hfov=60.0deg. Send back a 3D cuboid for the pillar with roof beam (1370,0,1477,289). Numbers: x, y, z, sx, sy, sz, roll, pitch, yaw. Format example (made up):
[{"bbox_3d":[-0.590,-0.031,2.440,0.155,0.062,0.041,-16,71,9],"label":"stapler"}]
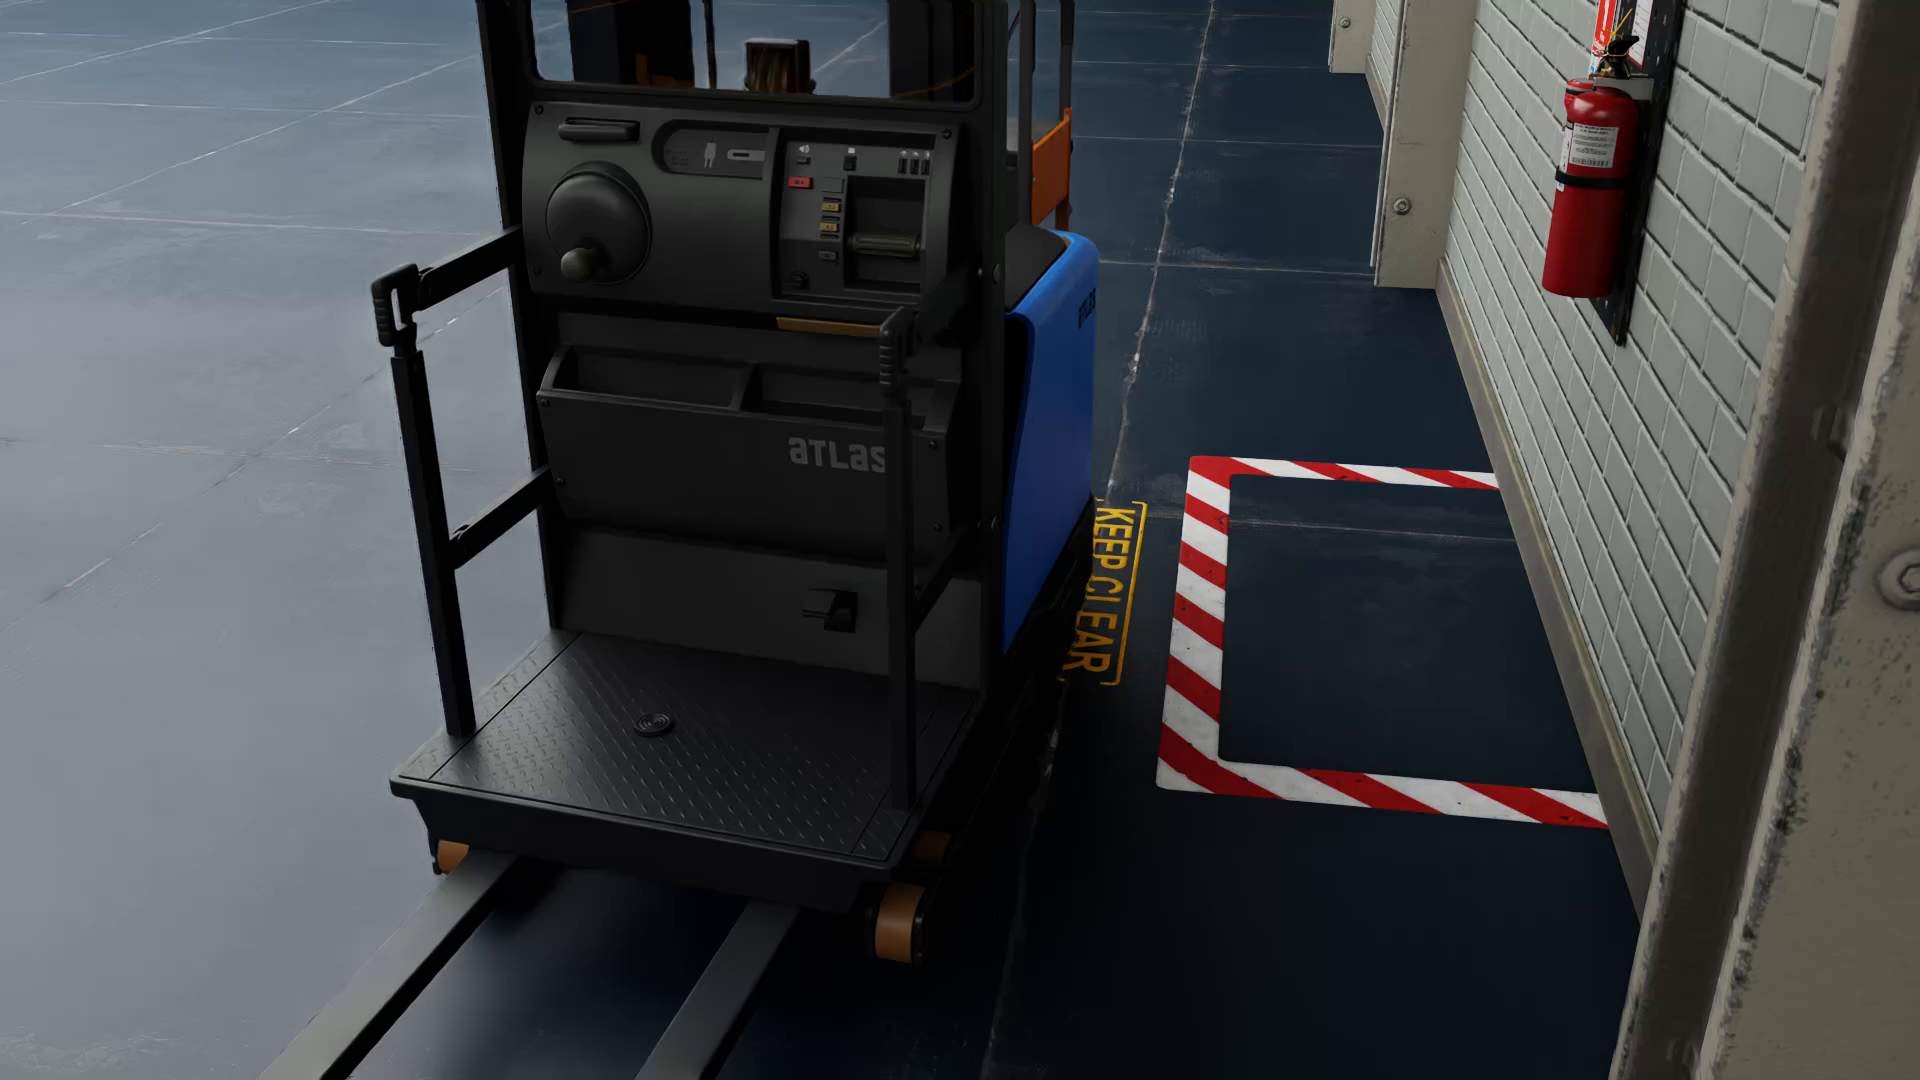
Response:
[{"bbox_3d":[-2.117,-5.636,6.676,9.100,9.000,0.400,4,25,9],"label":"pillar with roof beam"}]

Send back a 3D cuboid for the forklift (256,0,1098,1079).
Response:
[{"bbox_3d":[-0.512,-0.647,3.176,1.130,2.935,3.031,7,26,15],"label":"forklift"}]

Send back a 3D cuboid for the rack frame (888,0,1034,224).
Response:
[{"bbox_3d":[0.000,-0.886,4.666,0.400,2.100,0.015,7,26,15],"label":"rack frame"}]

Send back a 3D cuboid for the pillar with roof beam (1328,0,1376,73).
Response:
[{"bbox_3d":[-1.137,-8.145,12.037,9.100,9.000,0.400,4,25,9],"label":"pillar with roof beam"}]

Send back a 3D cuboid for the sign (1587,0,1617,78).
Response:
[{"bbox_3d":[1.783,-1.382,4.623,0.001,0.329,0.234,4,25,9],"label":"sign"}]

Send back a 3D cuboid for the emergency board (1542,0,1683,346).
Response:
[{"bbox_3d":[1.591,-1.142,4.152,0.194,1.169,0.643,4,25,9],"label":"emergency board"}]

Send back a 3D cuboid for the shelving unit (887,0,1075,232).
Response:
[{"bbox_3d":[0.068,-0.985,4.878,0.431,2.100,0.503,7,26,15],"label":"shelving unit"}]

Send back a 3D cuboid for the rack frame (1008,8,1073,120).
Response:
[{"bbox_3d":[0.136,-1.085,5.090,0.400,2.100,0.015,7,26,15],"label":"rack frame"}]

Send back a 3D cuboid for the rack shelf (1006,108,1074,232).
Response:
[{"bbox_3d":[0.068,-0.973,4.884,0.431,0.518,0.480,7,26,15],"label":"rack shelf"}]

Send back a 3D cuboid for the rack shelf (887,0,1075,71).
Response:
[{"bbox_3d":[0.068,-1.607,4.587,0.431,0.518,0.480,7,26,15],"label":"rack shelf"}]
